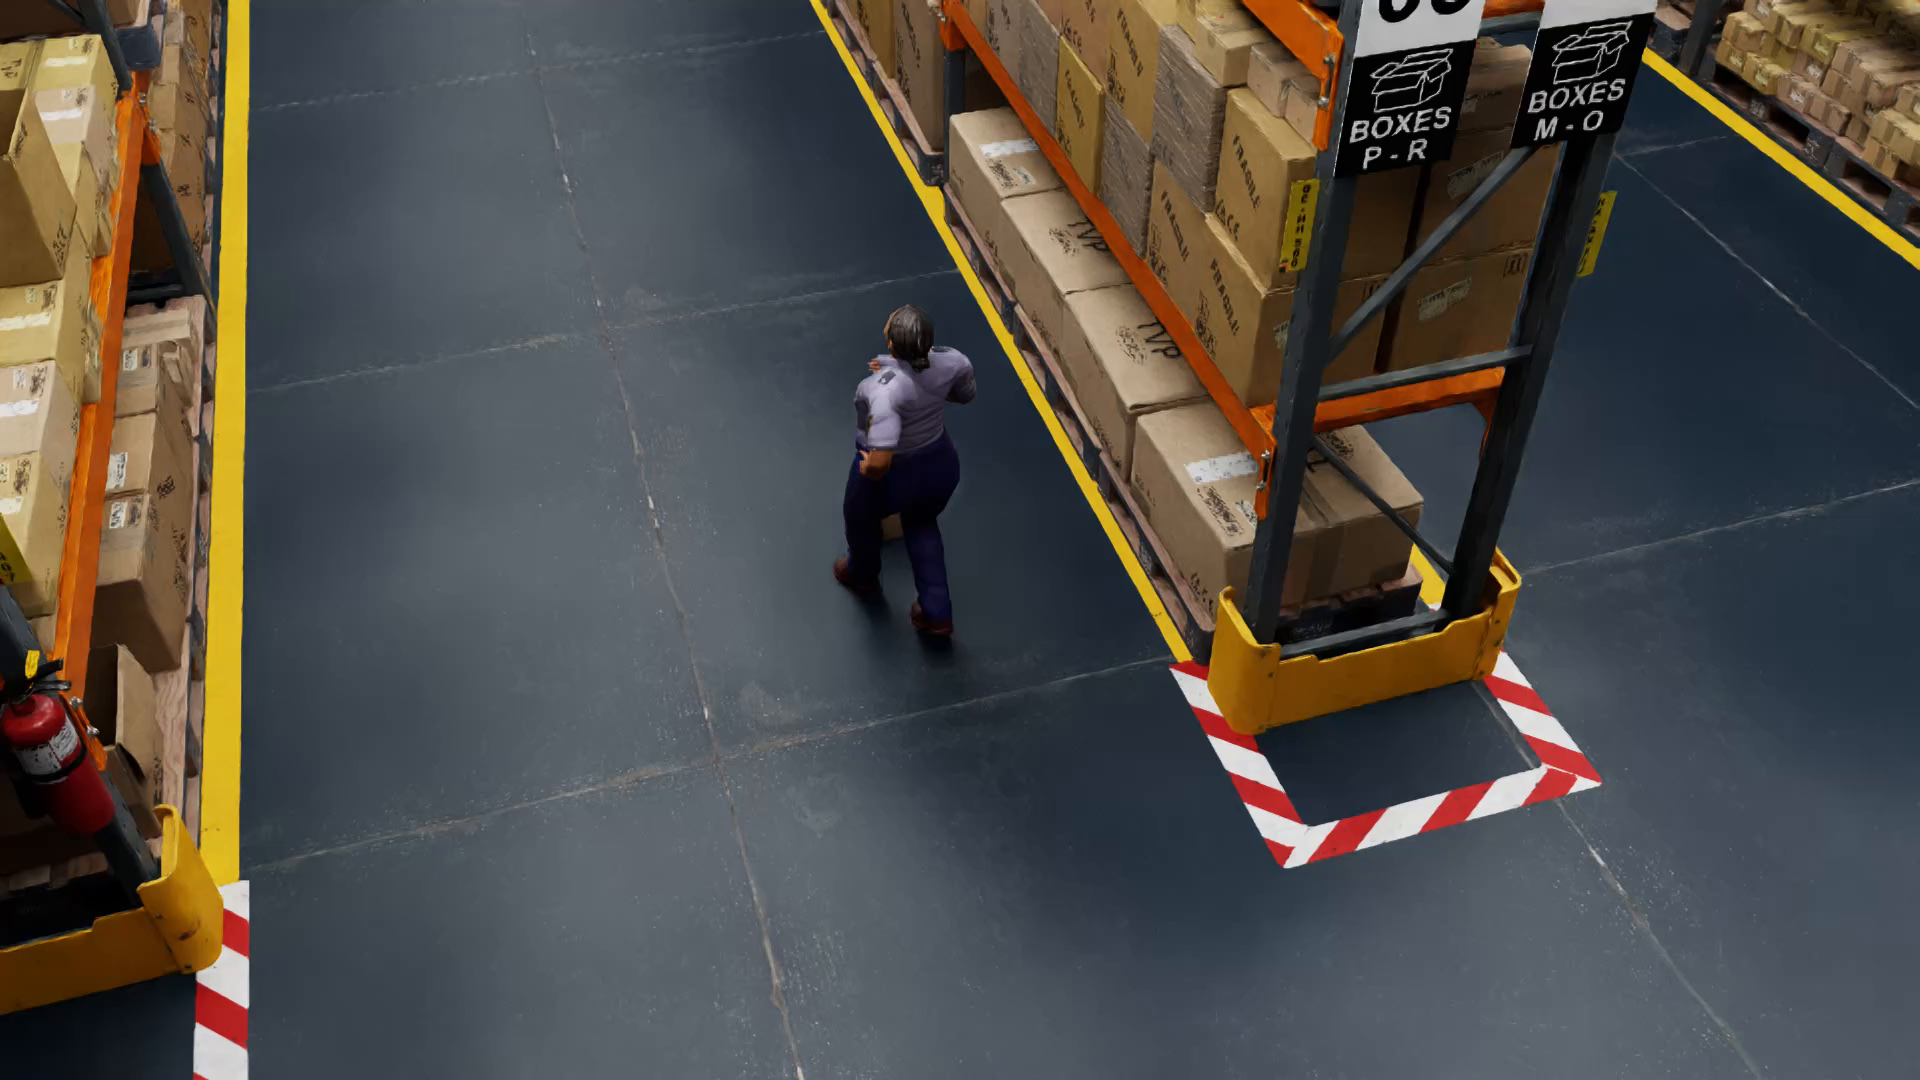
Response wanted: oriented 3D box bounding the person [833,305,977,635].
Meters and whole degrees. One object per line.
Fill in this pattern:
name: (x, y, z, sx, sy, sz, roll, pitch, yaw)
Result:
person: (-0.237, -0.310, 6.522, 0.579, 1.638, 0.785, -19, 46, -19)
